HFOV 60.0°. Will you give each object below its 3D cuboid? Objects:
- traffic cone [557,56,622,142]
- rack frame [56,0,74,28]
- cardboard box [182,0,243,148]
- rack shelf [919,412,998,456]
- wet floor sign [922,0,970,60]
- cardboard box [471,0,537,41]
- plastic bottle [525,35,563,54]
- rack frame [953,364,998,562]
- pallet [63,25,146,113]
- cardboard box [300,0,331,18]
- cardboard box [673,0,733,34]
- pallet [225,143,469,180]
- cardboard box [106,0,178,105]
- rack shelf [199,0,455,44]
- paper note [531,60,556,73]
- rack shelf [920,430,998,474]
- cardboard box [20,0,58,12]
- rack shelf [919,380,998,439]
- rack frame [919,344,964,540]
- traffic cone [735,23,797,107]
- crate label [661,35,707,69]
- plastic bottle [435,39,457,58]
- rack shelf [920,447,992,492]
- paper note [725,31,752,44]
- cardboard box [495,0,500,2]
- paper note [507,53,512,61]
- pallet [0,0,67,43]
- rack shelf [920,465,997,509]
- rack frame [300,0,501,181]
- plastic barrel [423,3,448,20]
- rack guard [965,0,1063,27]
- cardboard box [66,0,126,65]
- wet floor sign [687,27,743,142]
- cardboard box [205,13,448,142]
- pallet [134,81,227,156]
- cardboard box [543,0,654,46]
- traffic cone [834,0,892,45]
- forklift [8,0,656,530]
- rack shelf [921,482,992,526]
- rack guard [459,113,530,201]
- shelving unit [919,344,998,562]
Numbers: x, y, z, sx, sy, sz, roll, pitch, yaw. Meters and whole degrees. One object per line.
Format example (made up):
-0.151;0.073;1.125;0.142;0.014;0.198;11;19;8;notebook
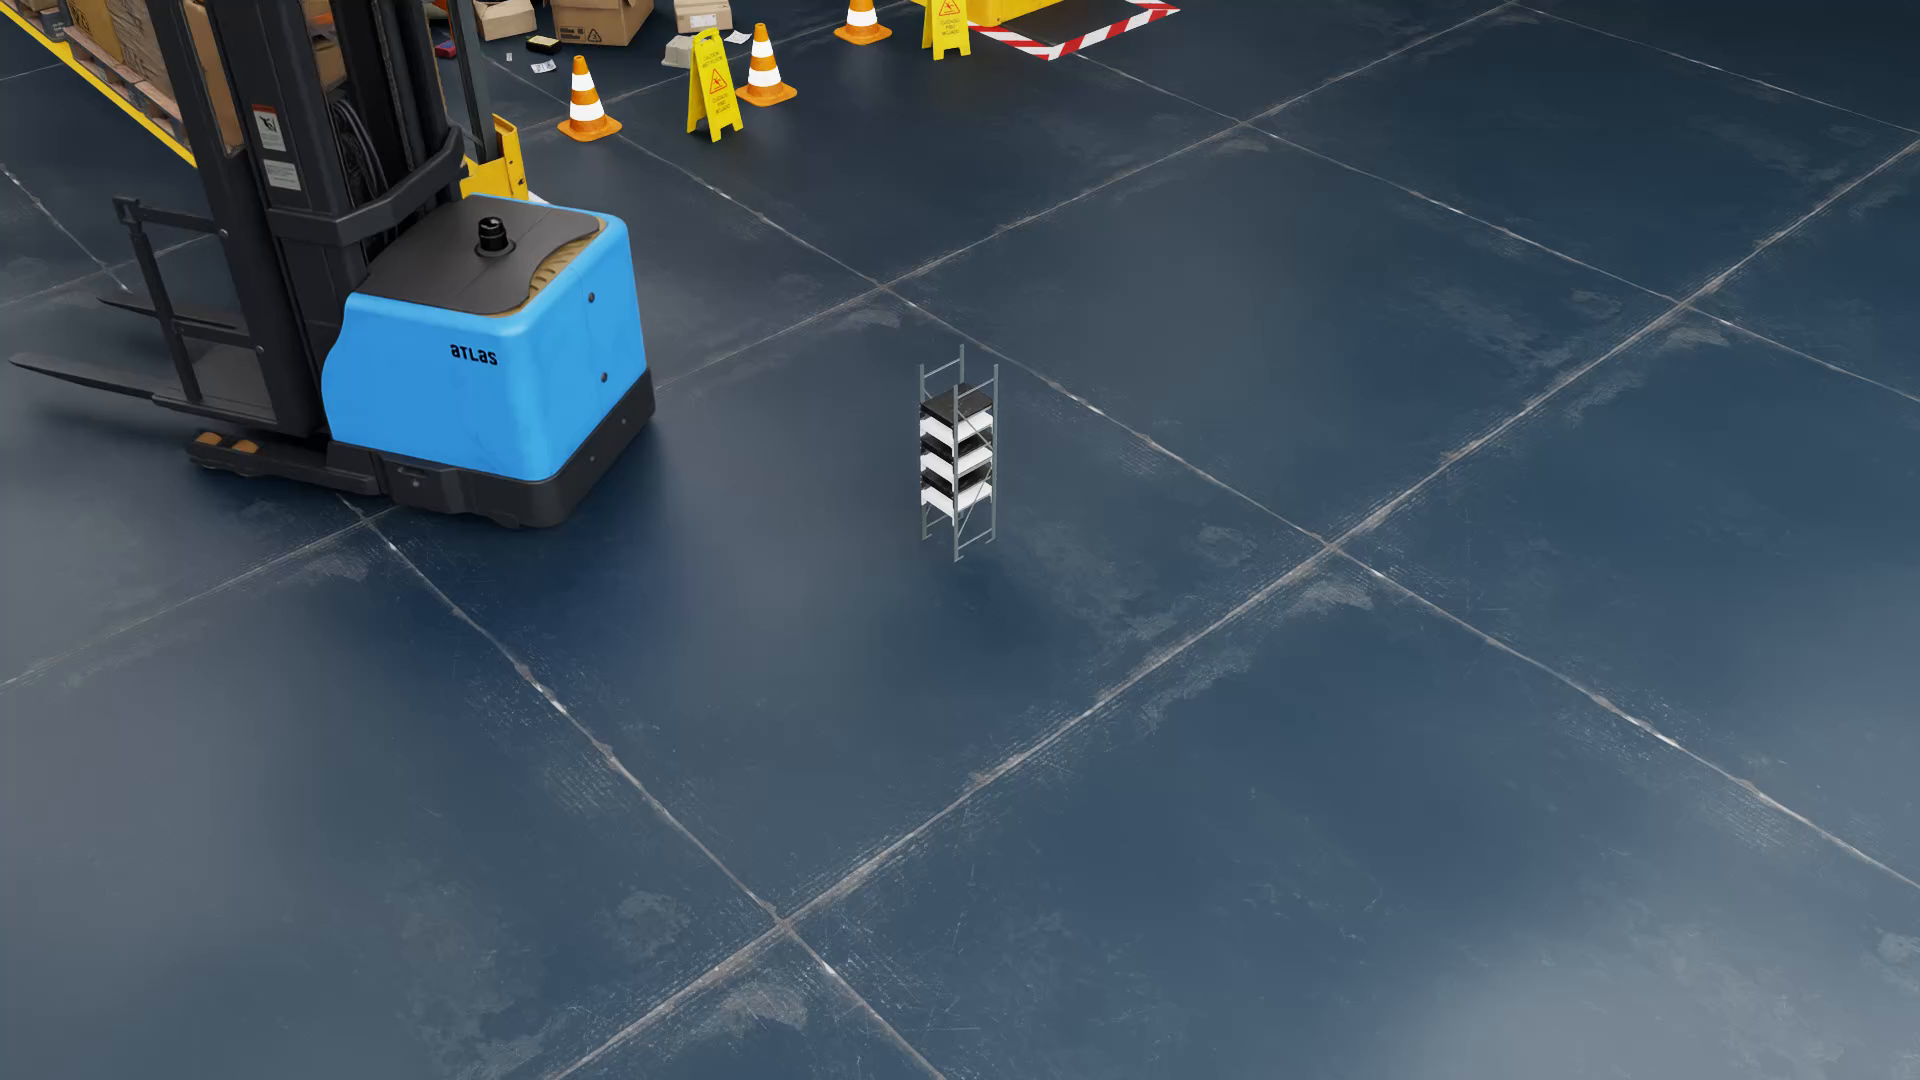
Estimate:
-2.328;-2.772;10.314;0.336;0.463;0.334;-30;48;-32;traffic cone
-5.720;-4.761;10.757;1.000;3.000;0.127;-30;48;-32;rack frame
-4.119;-2.938;9.858;0.875;0.875;0.875;-31;48;-32;cardboard box
-0.005;-0.468;6.880;0.258;0.077;0.200;-30;48;-32;rack shelf
-0.097;-3.601;11.196;0.267;0.644;0.232;-15;41;-17;wet floor sign
-3.201;-3.684;11.601;0.396;0.266;0.258;-22;44;-25;cardboard box
-2.884;-3.406;11.419;0.283;0.061;0.133;18;42;21;plastic bottle
0.063;-0.307;6.914;0.240;0.900;0.006;-30;48;-32;rack frame
-5.263;-3.291;11.157;1.003;0.211;1.213;-30;48;-32;pallet
-3.299;-3.120;8.607;0.875;0.550;0.550;-30;48;-32;cardboard box
-1.811;-3.699;11.711;0.380;0.149;0.250;-8;40;-10;cardboard box
-3.613;-2.162;9.758;1.003;0.211;1.213;-30;48;-32;pallet
-4.734;-3.361;10.381;0.875;0.875;0.875;-30;47;-31;cardboard box
-4.367;-3.555;9.837;1.077;0.370;4.000;-30;48;-32;rack shelf
-2.796;-3.182;11.167;0.144;0.017;0.142;-15;41;-17;paper note
-0.005;-0.398;6.936;0.258;0.077;0.200;-30;48;-32;rack shelf
-6.206;-4.298;11.641;1.050;0.750;0.750;-30;48;-32;cardboard box
-0.005;-0.538;6.823;0.258;0.077;0.200;-30;48;-32;rack shelf
-0.074;-0.401;7.030;0.240;0.900;0.006;-30;48;-32;rack frame
-1.266;-3.095;10.714;0.336;0.463;0.334;-30;48;-32;traffic cone
-1.843;-3.305;11.234;0.298;0.136;0.250;11;40;13;crate label
-3.454;-3.389;11.398;0.133;0.061;0.283;18;42;21;plastic bottle
-0.005;-0.328;6.993;0.258;0.077;0.200;-30;48;-32;rack shelf
-1.542;-3.496;11.555;0.142;0.019;0.148;18;42;21;paper note
-3.128;-4.308;12.075;0.797;0.637;0.503;-30;48;-32;cardboard box
-3.067;-3.287;11.312;0.032;0.001;0.123;-8;40;-10;paper note
-6.297;-4.001;12.036;1.003;0.211;1.213;-30;48;-32;pallet
-0.005;-0.258;7.049;0.258;0.077;0.200;-30;48;-32;rack shelf
-3.015;-2.910;8.465;1.000;3.000;0.127;-30;48;-32;rack frame
-3.823;-3.885;11.724;0.512;0.421;0.421;-2;39;-2;plastic barrel
0.512;-4.123;11.957;1.175;0.500;0.348;-30;48;-32;rack guard
-5.346;-3.777;10.896;0.875;0.875;0.875;-29;47;-31;cardboard box
-1.537;-2.822;10.230;0.232;0.644;0.267;26;45;28;wet floor sign
-3.522;-2.532;9.355;0.875;0.875;0.875;-30;47;-32;cardboard box
-4.434;-2.726;10.457;1.003;0.211;1.213;-30;48;-32;pallet
-2.490;-3.826;11.586;0.637;0.503;0.797;5;39;6;cardboard box
-0.678;-3.724;11.492;0.336;0.463;0.334;-30;48;-32;traffic cone
-3.021;-1.731;7.061;3.031;2.935;1.130;12;40;14;forklift
-0.005;-0.188;7.106;0.258;0.077;0.200;-30;48;-32;rack shelf
-2.998;-1.926;9.237;1.175;0.500;0.348;-30;48;-32;rack guard
-0.005;-0.354;6.972;0.258;0.900;0.210;-30;48;-32;shelving unit
